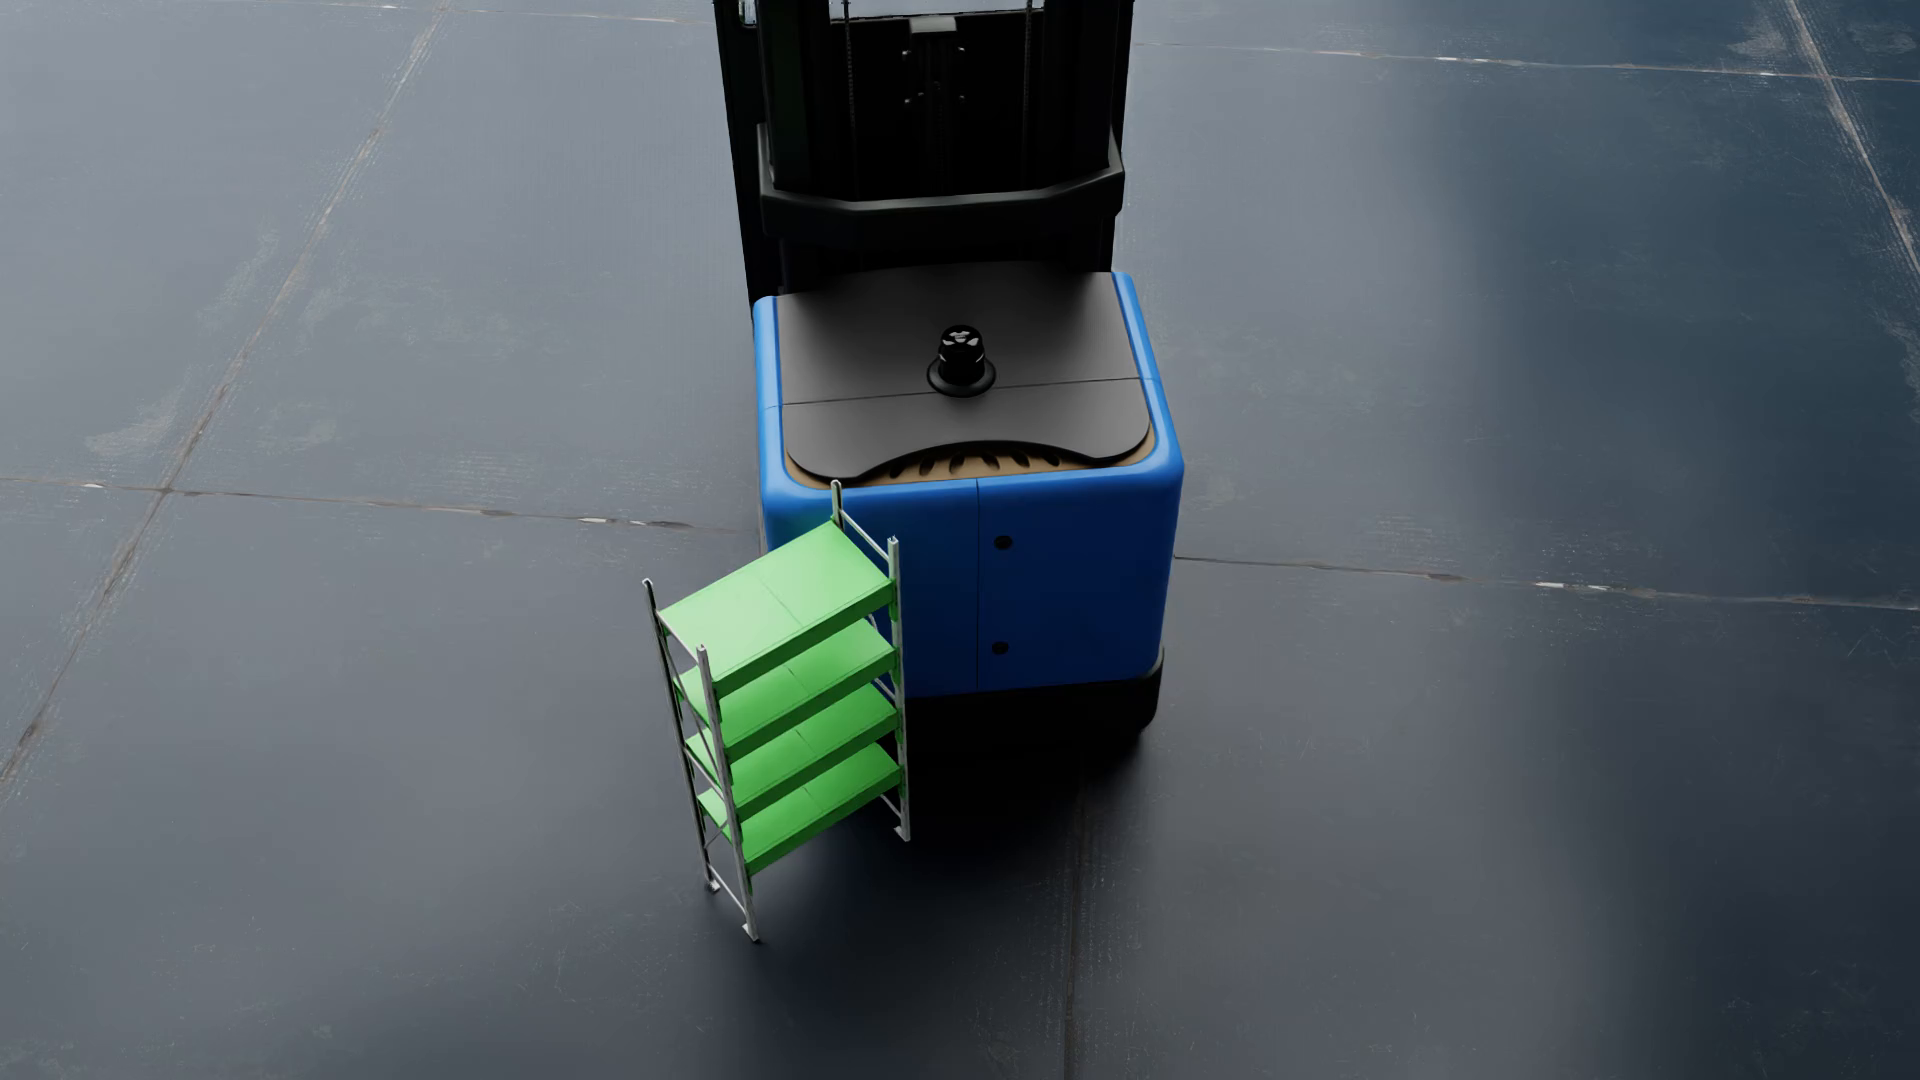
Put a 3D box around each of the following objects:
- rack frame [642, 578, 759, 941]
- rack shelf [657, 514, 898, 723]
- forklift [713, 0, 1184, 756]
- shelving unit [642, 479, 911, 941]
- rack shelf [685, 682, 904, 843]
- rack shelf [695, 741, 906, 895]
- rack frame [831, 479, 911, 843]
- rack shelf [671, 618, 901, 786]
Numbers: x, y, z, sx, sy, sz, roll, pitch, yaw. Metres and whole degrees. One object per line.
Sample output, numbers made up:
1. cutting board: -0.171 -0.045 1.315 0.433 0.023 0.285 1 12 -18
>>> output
1. rack frame: -0.600 0.560 3.925 0.015 1.200 0.240 -29 54 -24
2. rack shelf: -0.406 0.170 3.718 0.480 0.148 0.258 -29 54 -24
3. forklift: -0.120 -1.472 4.610 1.130 2.935 3.031 -5 48 -4
4. shelving unit: -0.406 0.450 4.025 0.503 1.200 0.258 -29 54 -24
5. rack shelf: -0.406 0.494 4.072 0.480 0.148 0.258 -29 54 -24
6. rack shelf: -0.406 0.656 4.249 0.480 0.148 0.258 -29 54 -24
7. rack frame: -0.212 0.341 4.125 0.015 1.200 0.240 -29 54 -24
8. rack shelf: -0.406 0.332 3.895 0.480 0.148 0.258 -29 54 -24
